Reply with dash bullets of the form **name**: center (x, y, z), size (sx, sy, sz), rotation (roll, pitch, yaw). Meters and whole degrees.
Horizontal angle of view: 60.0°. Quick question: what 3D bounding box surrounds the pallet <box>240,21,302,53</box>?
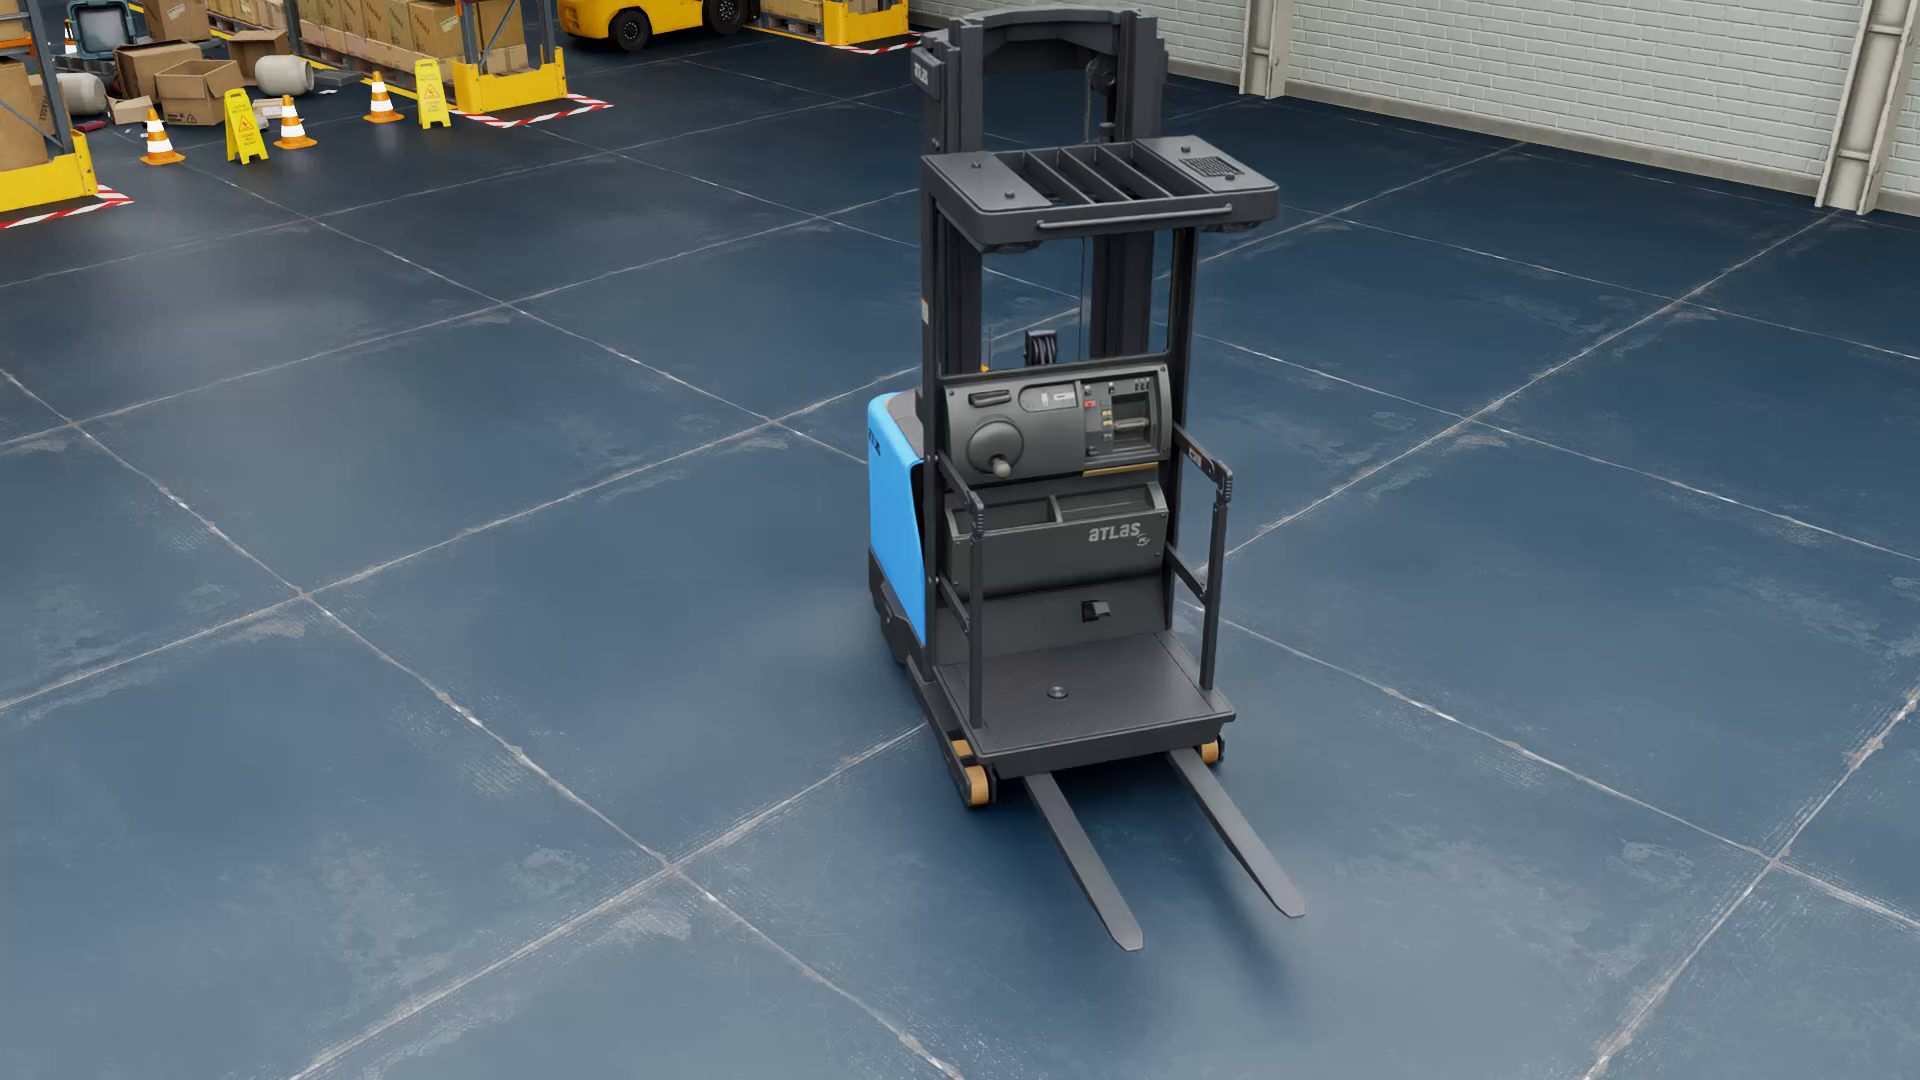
- **pallet**: center (-8.053, -6.228, 20.367), size (1.213, 0.211, 1.003), rotation (25, 36, 38)

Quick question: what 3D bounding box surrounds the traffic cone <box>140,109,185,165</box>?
- **traffic cone**: center (-7.426, -3.749, 15.383), size (0.334, 0.463, 0.336), rotation (25, 36, 38)

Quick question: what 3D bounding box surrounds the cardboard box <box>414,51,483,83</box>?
- **cardboard box**: center (-5.427, -5.054, 17.643), size (0.500, 0.250, 0.500), rotation (24, 36, 38)

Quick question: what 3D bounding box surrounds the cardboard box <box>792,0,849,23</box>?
- **cardboard box**: center (-1.724, -6.569, 20.523), size (0.500, 0.250, 0.500), rotation (25, 37, 39)

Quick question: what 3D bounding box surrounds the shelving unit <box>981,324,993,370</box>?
- **shelving unit**: center (0.010, -0.526, 8.462), size (0.189, 1.200, 0.258), rotation (25, 36, 38)

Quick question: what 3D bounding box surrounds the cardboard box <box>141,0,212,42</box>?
- **cardboard box**: center (-8.723, -5.837, 18.499), size (0.500, 0.500, 0.500), rotation (25, 36, 38)

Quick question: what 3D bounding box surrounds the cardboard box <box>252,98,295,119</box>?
- **cardboard box**: center (-6.995, -4.399, 16.955), size (0.380, 0.149, 0.250), rotation (-7, 29, -14)

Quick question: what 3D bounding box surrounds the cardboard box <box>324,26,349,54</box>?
- **cardboard box**: center (-6.877, -5.725, 18.918), size (0.500, 0.250, 0.500), rotation (-23, 35, -36)

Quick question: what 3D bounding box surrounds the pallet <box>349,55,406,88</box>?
- **pallet**: center (-6.119, -5.369, 18.733), size (1.213, 0.211, 1.003), rotation (25, 36, 38)

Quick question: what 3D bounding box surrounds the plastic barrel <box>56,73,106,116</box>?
- **plastic barrel**: center (-9.011, -4.531, 16.913), size (0.512, 0.421, 0.421), rotation (-3, 28, -5)

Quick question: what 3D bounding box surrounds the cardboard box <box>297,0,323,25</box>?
- **cardboard box**: center (-7.265, -6.227, 19.067), size (0.500, 0.500, 0.500), rotation (-23, 36, -37)

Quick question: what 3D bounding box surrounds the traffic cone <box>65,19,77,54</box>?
- **traffic cone**: center (-10.271, -5.788, 19.261), size (0.334, 0.463, 0.336), rotation (25, 36, 38)

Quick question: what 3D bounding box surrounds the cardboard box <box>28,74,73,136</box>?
- **cardboard box**: center (-9.069, -4.262, 16.315), size (0.500, 0.500, 0.500), rotation (-18, 33, -31)

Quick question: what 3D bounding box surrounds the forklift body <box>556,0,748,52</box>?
- **forklift body**: center (-3.798, -7.189, 20.112), size (1.214, 2.155, 2.313), rotation (25, 36, 38)

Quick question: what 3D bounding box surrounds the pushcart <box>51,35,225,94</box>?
- **pushcart**: center (-9.060, -5.275, 18.376), size (0.936, 0.377, 1.648), rotation (12, 30, 22)

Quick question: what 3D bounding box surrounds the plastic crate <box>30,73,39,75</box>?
- **plastic crate**: center (-9.853, -4.692, 17.409), size (0.450, 0.188, 0.662), rotation (-16, 30, -9)

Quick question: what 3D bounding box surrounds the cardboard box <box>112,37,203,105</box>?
- **cardboard box**: center (-8.345, -4.894, 17.370), size (0.503, 0.637, 0.797), rotation (25, 36, 38)

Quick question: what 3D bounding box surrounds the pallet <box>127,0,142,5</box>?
- **pallet**: center (-10.859, -7.562, 22.904), size (1.213, 0.211, 1.003), rotation (25, 36, 38)

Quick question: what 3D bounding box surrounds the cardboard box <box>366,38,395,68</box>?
- **cardboard box**: center (-6.151, -5.387, 18.276), size (0.500, 0.250, 0.500), rotation (23, 35, 37)

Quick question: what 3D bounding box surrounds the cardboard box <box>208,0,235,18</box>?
- **cardboard box**: center (-8.885, -6.861, 20.948), size (0.950, 0.372, 0.625), rotation (-24, 36, -38)

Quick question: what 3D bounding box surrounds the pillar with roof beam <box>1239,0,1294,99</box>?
- **pillar with roof beam**: center (0.228, -7.347, 13.053), size (0.400, 9.000, 9.100), rotation (25, 36, 38)

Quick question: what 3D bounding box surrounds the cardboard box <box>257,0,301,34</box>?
- **cardboard box**: center (-7.873, -6.402, 20.074), size (0.950, 0.372, 0.625), rotation (-25, 37, -39)

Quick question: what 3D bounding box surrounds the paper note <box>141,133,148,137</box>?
- **paper note**: center (-7.941, -3.974, 16.277), size (0.144, 0.017, 0.142), rotation (-13, 30, -22)

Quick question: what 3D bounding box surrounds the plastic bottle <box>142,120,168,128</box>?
- **plastic bottle**: center (-8.046, -4.143, 16.564), size (0.283, 0.061, 0.133), rotation (12, 30, 22)

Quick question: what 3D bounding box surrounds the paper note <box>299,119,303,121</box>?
- **paper note**: center (-6.714, -4.237, 16.775), size (0.142, 0.019, 0.148), rotation (12, 30, 22)

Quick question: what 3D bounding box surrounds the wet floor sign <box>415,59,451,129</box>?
- **wet floor sign**: center (-5.259, -4.444, 16.509), size (0.267, 0.644, 0.232), rotation (-13, 30, -22)

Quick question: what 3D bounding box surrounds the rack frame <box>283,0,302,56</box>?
- **rack frame**: center (-7.497, -7.208, 19.236), size (0.127, 3.000, 1.000), rotation (25, 36, 38)

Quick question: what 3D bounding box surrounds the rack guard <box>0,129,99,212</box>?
- **rack guard**: center (-8.026, -3.113, 14.134), size (0.348, 0.500, 1.175), rotation (25, 36, 38)

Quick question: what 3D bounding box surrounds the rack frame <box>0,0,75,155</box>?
- **rack frame**: center (-8.043, -4.228, 13.567), size (0.127, 3.000, 1.000), rotation (25, 36, 38)

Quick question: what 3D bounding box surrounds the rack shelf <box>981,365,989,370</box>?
- **rack shelf**: center (0.010, -0.806, 8.315), size (0.180, 0.103, 0.258), rotation (25, 36, 38)

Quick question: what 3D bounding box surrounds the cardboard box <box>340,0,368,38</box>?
- **cardboard box**: center (-6.507, -5.887, 18.420), size (0.500, 0.500, 0.500), rotation (-23, 35, -37)

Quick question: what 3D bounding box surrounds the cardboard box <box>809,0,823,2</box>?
- **cardboard box**: center (-1.734, -6.797, 20.420), size (0.500, 0.250, 0.500), rotation (24, 36, 38)

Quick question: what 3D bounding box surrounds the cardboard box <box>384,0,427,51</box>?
- **cardboard box**: center (-5.773, -5.548, 17.776), size (0.500, 0.500, 0.500), rotation (-24, 36, -37)

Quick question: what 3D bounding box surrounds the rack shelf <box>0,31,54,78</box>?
- **rack shelf**: center (-9.469, -4.562, 14.976), size (4.000, 0.370, 1.077), rotation (25, 36, 38)

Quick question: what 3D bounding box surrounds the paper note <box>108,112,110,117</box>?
- **paper note**: center (-8.644, -4.379, 17.054), size (0.172, 0.023, 0.155), rotation (-13, 30, -22)

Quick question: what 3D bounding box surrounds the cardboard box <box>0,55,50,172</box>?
- **cardboard box**: center (-8.573, -3.672, 14.343), size (0.875, 0.875, 0.875), rotation (25, 37, 39)

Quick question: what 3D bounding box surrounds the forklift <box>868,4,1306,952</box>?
- **forklift**: center (0.460, -0.428, 6.415), size (1.130, 2.935, 3.031), rotation (-8, 29, -14)

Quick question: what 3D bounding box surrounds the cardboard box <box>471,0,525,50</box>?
- **cardboard box**: center (-5.043, -5.567, 17.811), size (0.500, 0.500, 0.500), rotation (23, 36, 37)

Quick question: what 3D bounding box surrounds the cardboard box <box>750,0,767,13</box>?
- **cardboard box**: center (-2.422, -6.901, 21.154), size (0.500, 0.250, 0.500), rotation (-25, 37, -39)

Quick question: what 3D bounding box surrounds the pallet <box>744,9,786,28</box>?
- **pallet**: center (-2.608, -6.951, 21.743), size (1.213, 0.211, 1.003), rotation (25, 36, 38)
